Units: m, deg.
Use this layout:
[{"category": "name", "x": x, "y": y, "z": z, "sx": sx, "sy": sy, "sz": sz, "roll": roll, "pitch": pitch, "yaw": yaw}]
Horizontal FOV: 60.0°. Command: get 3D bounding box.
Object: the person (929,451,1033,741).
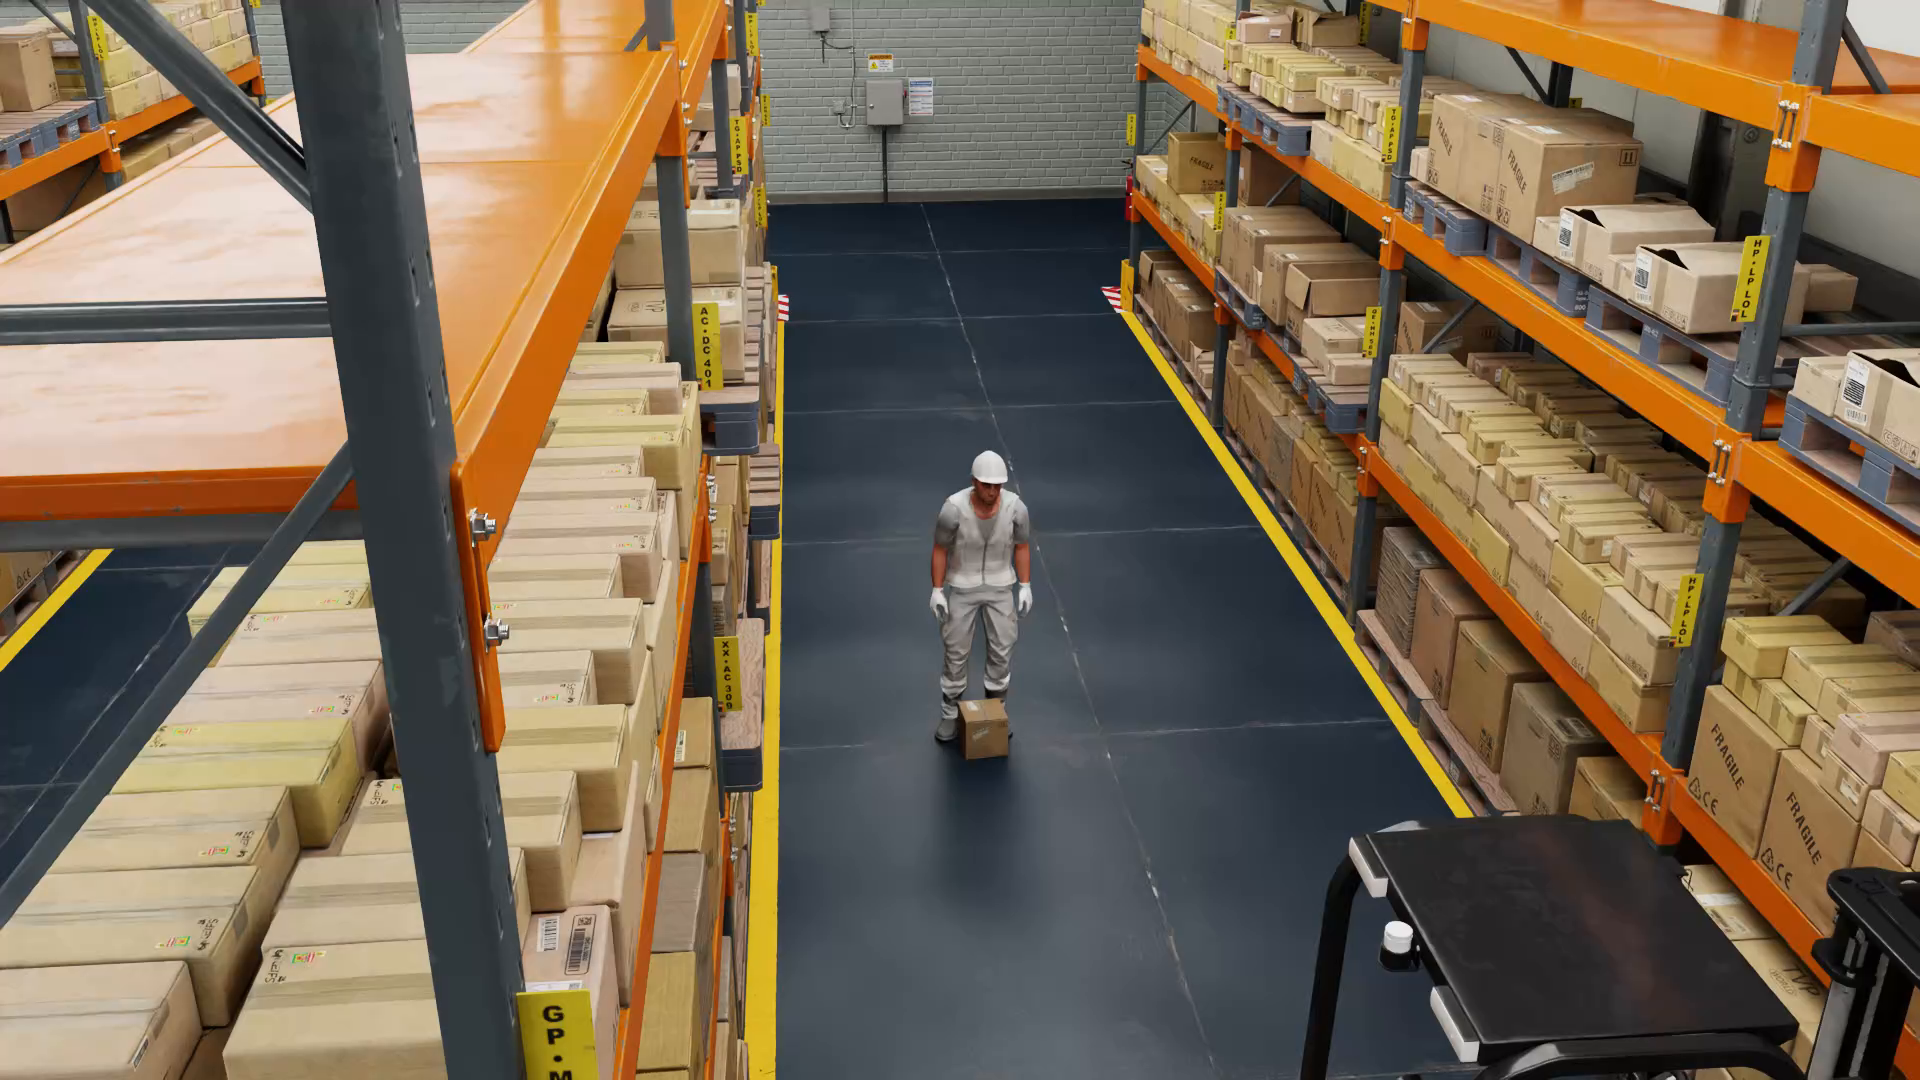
[{"category": "person", "x": 0.124, "y": 0.310, "z": 9.601, "sx": 0.611, "sy": 1.778, "sz": 0.451, "roll": -4, "pitch": 24, "yaw": -8}]
